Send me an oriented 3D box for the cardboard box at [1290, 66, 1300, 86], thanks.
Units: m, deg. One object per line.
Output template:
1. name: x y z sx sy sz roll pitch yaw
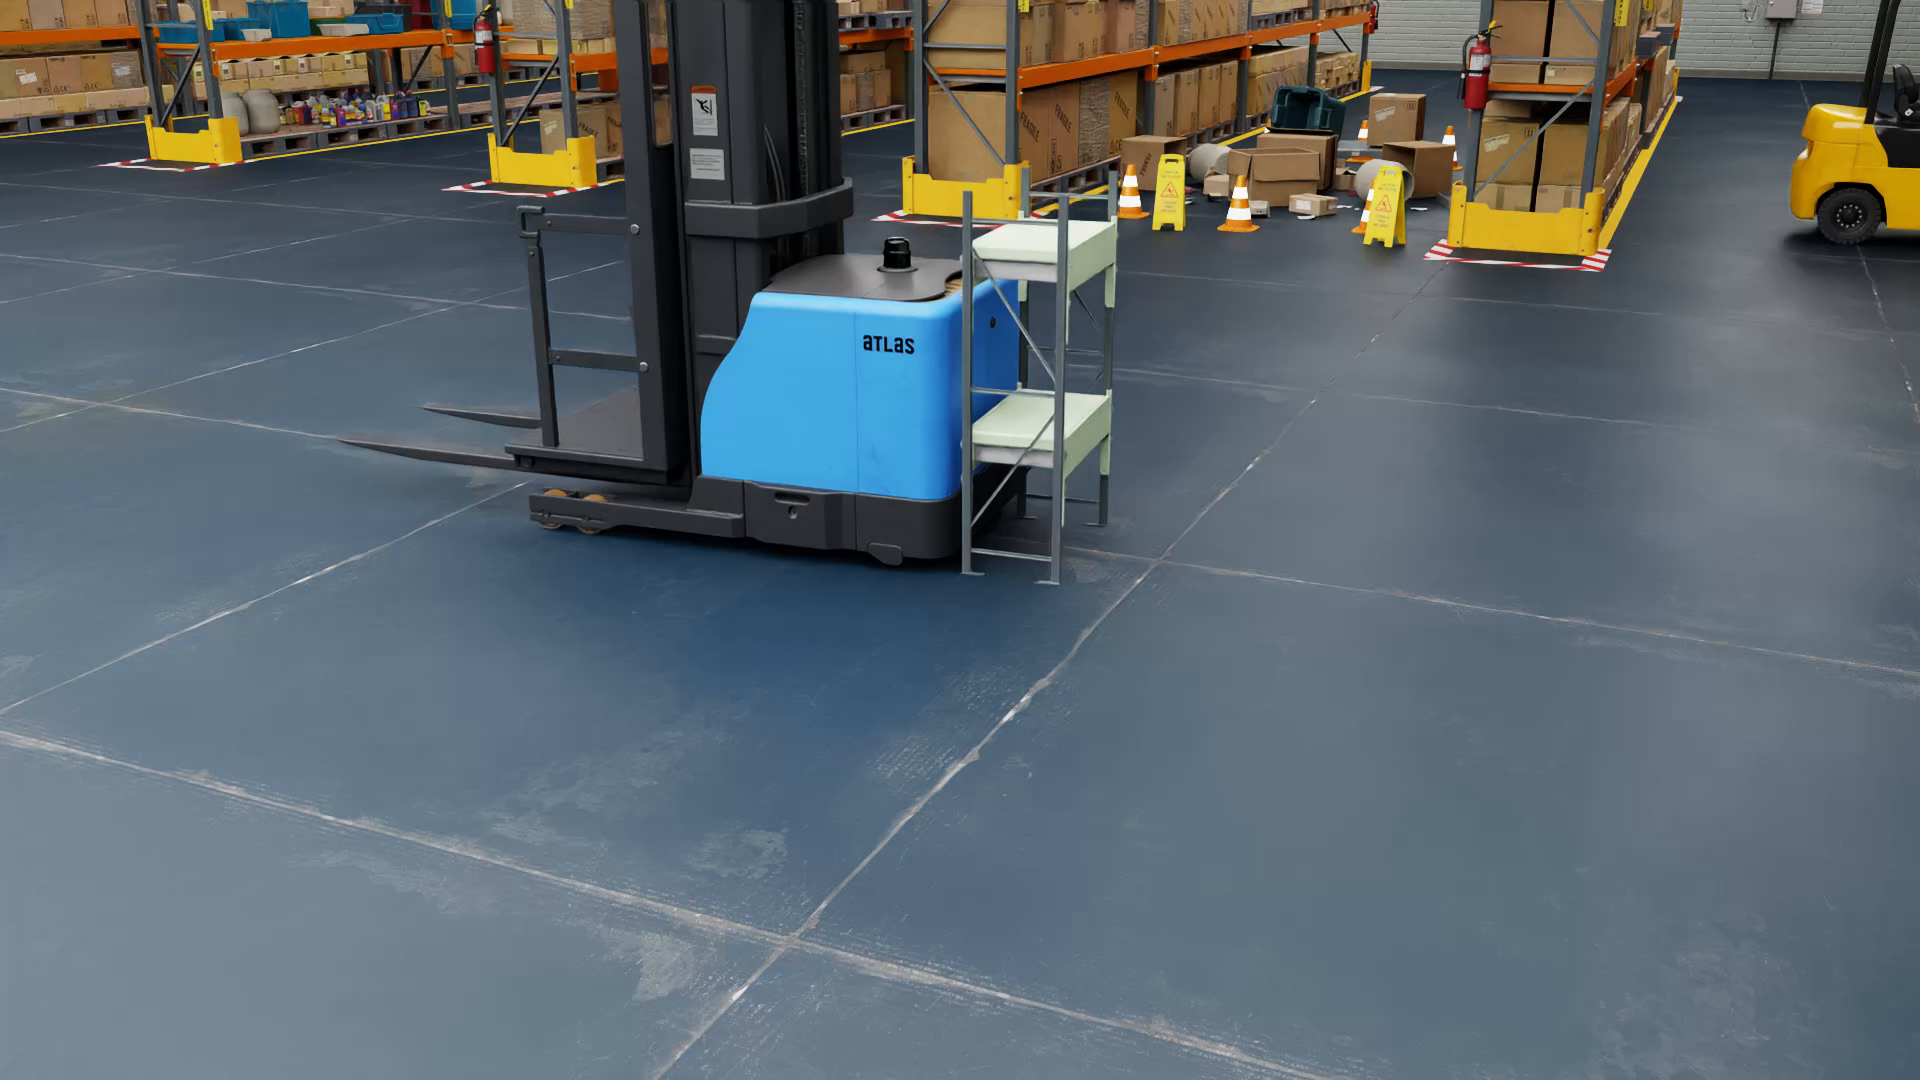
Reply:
1. cardboard box: 4.688 -6.726 24.508 0.500 0.500 0.500 8 21 21

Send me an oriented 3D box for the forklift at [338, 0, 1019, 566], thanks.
1. forklift: -1.306 -1.563 6.990 3.031 2.935 1.130 7 21 18

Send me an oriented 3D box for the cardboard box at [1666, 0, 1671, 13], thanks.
1. cardboard box: 8.972 -7.000 21.653 0.500 0.250 0.500 9 21 24

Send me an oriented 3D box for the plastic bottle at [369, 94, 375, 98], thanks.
1. plastic bottle: -7.944 -5.853 22.358 0.152 0.276 0.135 9 22 25

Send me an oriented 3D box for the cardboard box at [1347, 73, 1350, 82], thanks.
1. cardboard box: 6.385 -7.850 28.193 0.380 0.149 0.250 8 21 22

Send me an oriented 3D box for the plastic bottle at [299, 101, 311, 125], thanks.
1. plastic bottle: -8.366 -5.454 21.225 0.061 0.283 0.133 9 21 23

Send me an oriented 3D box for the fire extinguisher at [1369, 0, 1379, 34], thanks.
1. fire extinguisher: 7.134 -9.148 28.886 0.296 0.674 0.183 9 21 23

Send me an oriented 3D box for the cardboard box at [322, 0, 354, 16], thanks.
1. cardboard box: -10.374 -8.825 27.441 0.500 0.311 0.500 10 22 26

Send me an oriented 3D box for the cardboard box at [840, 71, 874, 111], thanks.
1. cardboard box: -1.621 -6.263 23.176 0.700 0.500 0.500 7 21 18

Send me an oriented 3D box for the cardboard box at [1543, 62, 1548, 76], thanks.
1. cardboard box: 5.011 -4.142 14.514 0.380 0.149 0.250 9 21 23

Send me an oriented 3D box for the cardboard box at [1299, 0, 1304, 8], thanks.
1. cardboard box: 4.884 -7.975 24.664 0.380 0.149 0.250 9 21 23

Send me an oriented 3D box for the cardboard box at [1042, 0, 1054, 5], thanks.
1. cardboard box: 0.386 -5.323 15.625 0.875 0.550 0.550 9 21 23

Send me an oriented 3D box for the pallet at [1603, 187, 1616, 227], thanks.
1. pallet: 5.512 -3.131 15.458 1.003 0.211 1.213 9 21 23

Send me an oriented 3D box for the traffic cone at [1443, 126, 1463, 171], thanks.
1. traffic cone: 5.484 -4.405 18.665 0.336 0.463 0.334 9 21 23

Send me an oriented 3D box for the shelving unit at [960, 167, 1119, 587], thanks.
1. shelving unit: 0.320 -0.667 6.606 0.431 1.500 0.755 7 21 18

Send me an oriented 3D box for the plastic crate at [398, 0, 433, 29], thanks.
1. plastic crate: -7.387 -7.289 22.892 0.402 0.464 0.583 9 21 23

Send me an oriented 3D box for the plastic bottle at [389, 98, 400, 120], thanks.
1. plastic bottle: -7.414 -5.646 21.764 0.061 0.283 0.133 10 22 26

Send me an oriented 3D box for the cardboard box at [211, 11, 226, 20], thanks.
1. cardboard box: -11.274 -7.874 25.008 0.380 0.149 0.250 9 21 23

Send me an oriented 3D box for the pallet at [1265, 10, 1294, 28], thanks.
1. pallet: 4.107 -7.421 23.645 1.003 0.211 1.213 9 21 23

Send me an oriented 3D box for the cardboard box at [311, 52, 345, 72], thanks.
1. cardboard box: -10.382 -7.785 27.023 0.500 0.311 0.500 8 21 22

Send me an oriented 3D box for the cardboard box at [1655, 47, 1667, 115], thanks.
1. cardboard box: 8.986 -6.194 22.453 0.875 0.875 0.875 9 22 24

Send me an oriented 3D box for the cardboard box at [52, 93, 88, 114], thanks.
1. cardboard box: -12.423 -6.021 22.899 0.500 0.250 0.500 9 21 23

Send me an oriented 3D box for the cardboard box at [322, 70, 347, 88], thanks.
1. cardboard box: -10.386 -7.522 27.121 0.500 0.250 0.500 8 21 22

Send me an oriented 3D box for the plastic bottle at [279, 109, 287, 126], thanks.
1. plastic bottle: -8.592 -5.356 21.073 0.097 0.201 0.097 0 20 0

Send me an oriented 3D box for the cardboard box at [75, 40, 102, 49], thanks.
1. cardboard box: -15.244 -8.641 28.744 0.500 0.250 0.500 9 21 24

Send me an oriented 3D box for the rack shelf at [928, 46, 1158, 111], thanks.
1. rack shelf: 0.877 -4.727 16.859 1.077 0.370 4.000 9 21 23

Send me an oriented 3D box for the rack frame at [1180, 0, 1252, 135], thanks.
1. rack frame: 3.334 -6.901 21.896 1.000 3.000 0.127 9 21 23

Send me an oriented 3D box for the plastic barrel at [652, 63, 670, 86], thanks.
1. plastic barrel: -5.021 -7.850 27.539 0.600 0.588 0.708 9 21 23

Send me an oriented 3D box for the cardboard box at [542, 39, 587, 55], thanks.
1. cardboard box: -4.091 -5.102 17.215 0.380 0.149 0.250 9 21 23

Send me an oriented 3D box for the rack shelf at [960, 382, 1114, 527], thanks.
1. rack shelf: 0.320 -0.360 6.715 0.431 0.370 0.720 7 21 18

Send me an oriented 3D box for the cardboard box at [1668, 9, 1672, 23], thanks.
1. cardboard box: 9.576 -7.233 23.053 0.500 0.250 0.500 8 21 21

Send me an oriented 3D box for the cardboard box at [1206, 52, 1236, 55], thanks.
1. cardboard box: 3.572 -6.675 23.246 0.500 0.250 0.500 9 21 23

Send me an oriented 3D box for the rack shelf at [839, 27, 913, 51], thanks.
1. rack shelf: -1.969 -6.662 22.298 1.077 0.370 4.000 9 21 23

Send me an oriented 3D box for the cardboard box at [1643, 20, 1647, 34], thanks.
1. cardboard box: 6.878 -5.310 17.170 0.380 0.149 0.250 9 21 24

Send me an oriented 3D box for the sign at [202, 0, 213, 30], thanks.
1. sign: -8.444 -5.900 18.668 0.100 0.325 0.005 9 21 23

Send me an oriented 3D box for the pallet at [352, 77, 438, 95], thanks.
1. pallet: -9.845 -7.882 28.816 1.003 0.211 1.213 9 21 23

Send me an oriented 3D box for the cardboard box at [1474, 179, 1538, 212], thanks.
1. cardboard box: 4.711 -3.000 14.406 0.500 0.250 0.500 8 21 22

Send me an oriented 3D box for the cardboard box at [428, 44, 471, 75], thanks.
1. cardboard box: -9.110 -8.576 29.680 0.500 0.500 0.500 8 21 21

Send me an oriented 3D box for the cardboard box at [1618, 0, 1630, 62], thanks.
1. cardboard box: 5.272 -4.259 13.876 0.500 0.500 0.500 9 22 24

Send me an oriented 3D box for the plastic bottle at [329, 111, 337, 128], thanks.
1. plastic bottle: -7.875 -5.278 20.853 0.097 0.201 0.097 0 20 0

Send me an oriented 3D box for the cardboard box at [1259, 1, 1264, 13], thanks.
1. cardboard box: 3.921 -7.254 22.637 0.380 0.149 0.250 10 22 25

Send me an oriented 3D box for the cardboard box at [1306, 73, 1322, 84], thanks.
1. cardboard box: 5.412 -7.185 25.880 0.380 0.149 0.250 10 22 25

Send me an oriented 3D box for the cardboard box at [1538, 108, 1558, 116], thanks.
1. cardboard box: 5.129 -3.656 15.131 0.500 0.500 0.500 8 21 21

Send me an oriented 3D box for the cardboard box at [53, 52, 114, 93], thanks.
1. cardboard box: -12.231 -6.529 23.208 0.500 0.500 0.500 9 21 23

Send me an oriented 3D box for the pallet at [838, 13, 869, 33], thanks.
1. pallet: -1.923 -6.911 22.211 1.003 0.211 1.213 9 21 23

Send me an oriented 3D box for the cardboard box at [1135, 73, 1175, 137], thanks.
1. cardboard box: 1.868 -5.018 19.332 1.050 0.750 0.750 8 21 22

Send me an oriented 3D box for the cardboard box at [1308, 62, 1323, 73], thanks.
1. cardboard box: 5.469 -7.411 26.072 0.380 0.149 0.250 10 22 25

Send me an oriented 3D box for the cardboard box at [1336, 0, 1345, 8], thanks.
1. cardboard box: 5.840 -8.729 26.443 0.500 0.500 0.500 8 21 22

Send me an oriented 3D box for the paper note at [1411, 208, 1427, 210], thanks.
1. paper note: 4.363 -3.148 15.774 0.142 0.019 0.148 1 20 4

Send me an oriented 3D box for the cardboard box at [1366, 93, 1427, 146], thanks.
1. cardboard box: 4.617 -4.444 17.587 0.500 0.500 0.500 9 21 23

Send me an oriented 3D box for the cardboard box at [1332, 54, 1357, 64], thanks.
1. cardboard box: 6.479 -8.119 28.062 0.380 0.149 0.250 8 21 21

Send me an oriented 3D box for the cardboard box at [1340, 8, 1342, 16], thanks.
1. cardboard box: 5.949 -8.544 26.892 0.380 0.149 0.250 9 22 25

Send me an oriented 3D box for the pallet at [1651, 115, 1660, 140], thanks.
1. pallet: 8.784 -5.541 22.233 1.003 0.211 1.213 9 21 23

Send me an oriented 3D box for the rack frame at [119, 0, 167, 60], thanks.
1. rack frame: -14.707 -9.651 29.629 1.000 3.000 0.127 9 21 23

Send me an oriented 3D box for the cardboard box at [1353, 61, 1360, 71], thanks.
1. cardboard box: 6.654 -8.140 28.566 0.380 0.149 0.250 8 21 21

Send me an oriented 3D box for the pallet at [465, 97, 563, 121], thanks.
1. pallet: -6.522 -6.375 24.579 1.003 0.211 1.213 9 21 23

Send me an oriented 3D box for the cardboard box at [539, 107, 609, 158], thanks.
1. cardboard box: -4.155 -4.375 17.898 0.500 0.500 0.500 13 23 33
